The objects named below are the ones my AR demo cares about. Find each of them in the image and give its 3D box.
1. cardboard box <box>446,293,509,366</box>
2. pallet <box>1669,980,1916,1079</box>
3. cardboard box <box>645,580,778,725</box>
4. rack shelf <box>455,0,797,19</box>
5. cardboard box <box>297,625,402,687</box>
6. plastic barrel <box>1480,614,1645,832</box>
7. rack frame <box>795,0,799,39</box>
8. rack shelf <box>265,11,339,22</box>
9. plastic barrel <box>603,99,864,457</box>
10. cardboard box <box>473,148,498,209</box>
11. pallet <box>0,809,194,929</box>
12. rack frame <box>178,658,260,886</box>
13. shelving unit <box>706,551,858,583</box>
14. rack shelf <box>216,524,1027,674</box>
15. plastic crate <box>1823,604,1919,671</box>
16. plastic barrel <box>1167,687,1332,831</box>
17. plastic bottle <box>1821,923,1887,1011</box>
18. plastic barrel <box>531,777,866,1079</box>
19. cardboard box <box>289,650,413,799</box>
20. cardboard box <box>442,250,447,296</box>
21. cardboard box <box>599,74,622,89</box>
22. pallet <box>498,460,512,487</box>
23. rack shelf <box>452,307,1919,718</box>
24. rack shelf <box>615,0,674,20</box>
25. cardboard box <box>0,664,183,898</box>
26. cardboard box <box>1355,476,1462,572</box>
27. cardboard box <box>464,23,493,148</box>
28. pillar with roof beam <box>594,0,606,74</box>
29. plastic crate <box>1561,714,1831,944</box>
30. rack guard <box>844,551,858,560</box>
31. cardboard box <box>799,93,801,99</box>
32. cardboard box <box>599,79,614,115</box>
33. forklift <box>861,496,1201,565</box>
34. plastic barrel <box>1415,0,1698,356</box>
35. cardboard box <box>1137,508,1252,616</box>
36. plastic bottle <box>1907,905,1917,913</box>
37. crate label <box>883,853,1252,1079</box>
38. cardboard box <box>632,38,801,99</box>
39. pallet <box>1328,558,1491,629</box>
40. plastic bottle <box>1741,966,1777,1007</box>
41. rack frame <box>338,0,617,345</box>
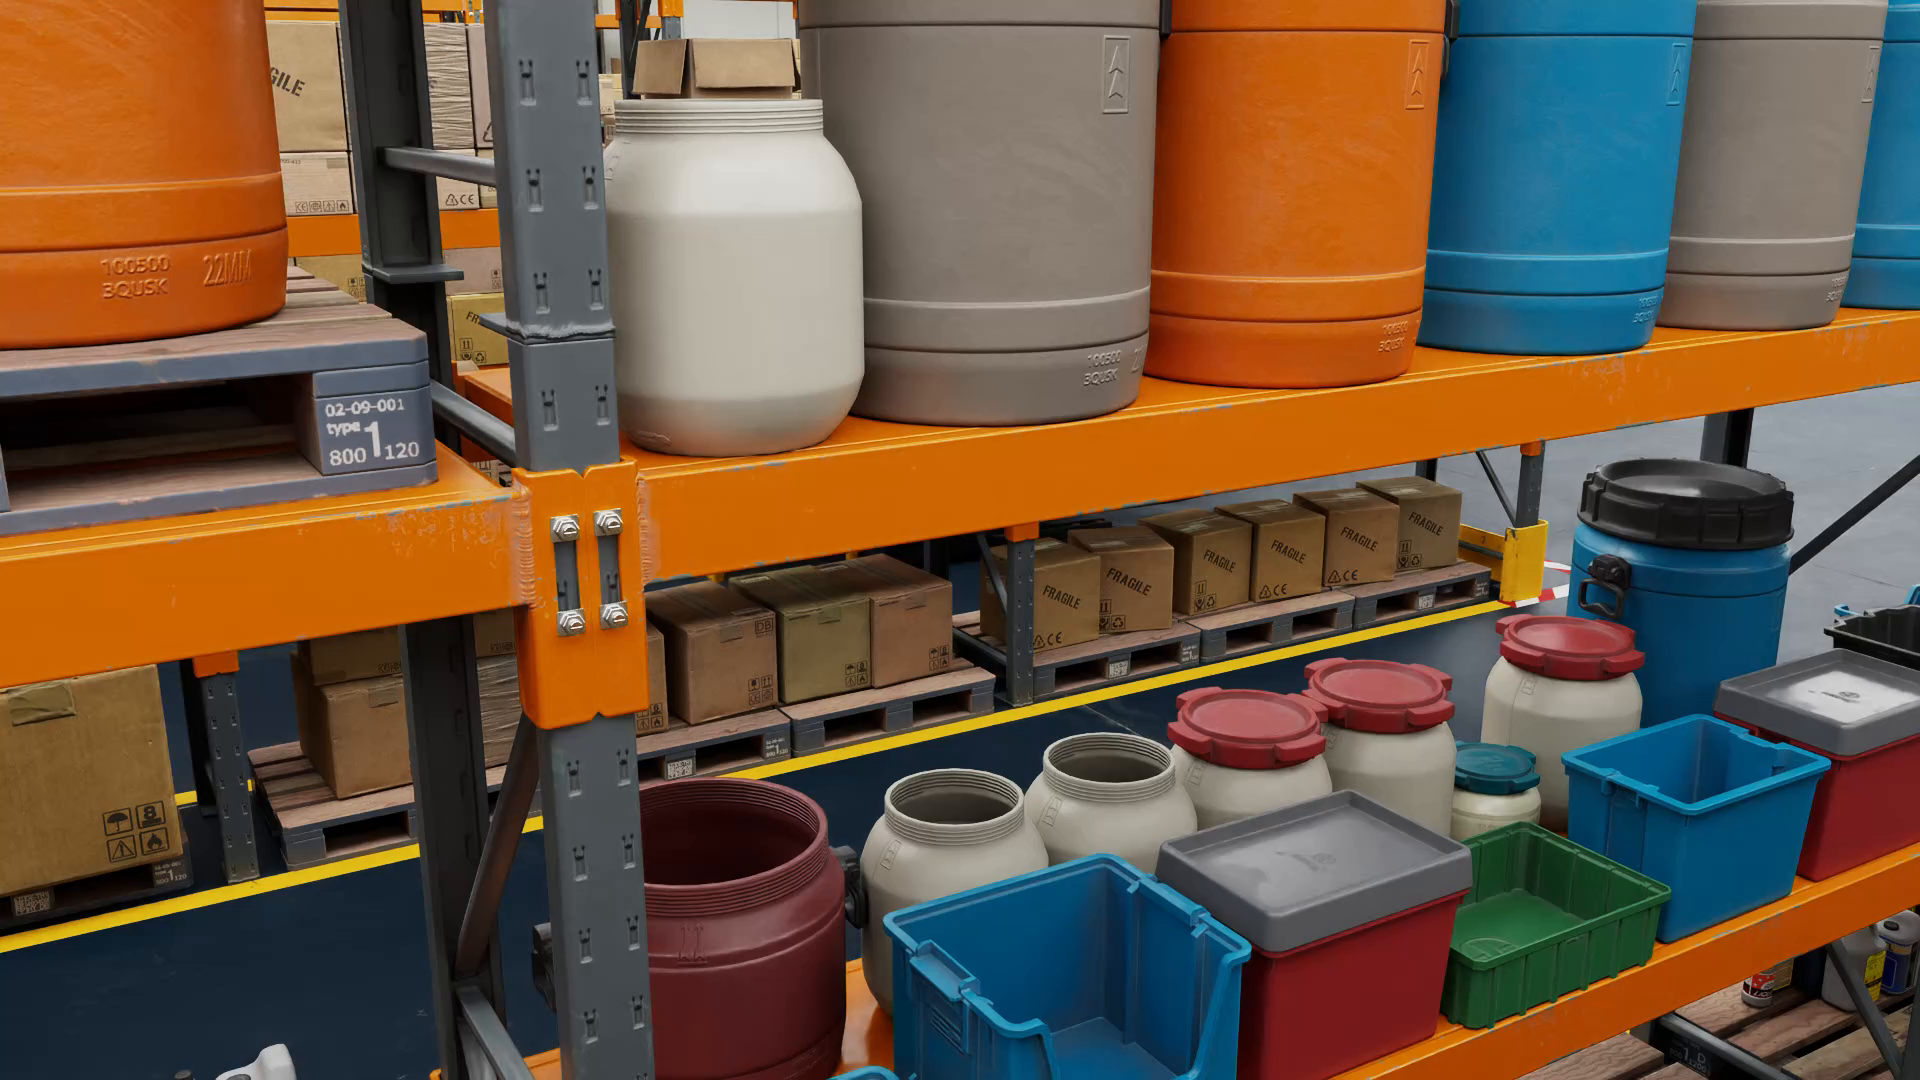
[{"bbox_3d":[-3.550,-1.577,12.294,0.500,0.500,0.500,-9,18,-29],"label":"cardboard box"},{"bbox_3d":[3.242,1.763,5.731,1.213,0.211,1.003,-9,18,-30],"label":"pallet"},{"bbox_3d":[-1.341,0.570,8.636,0.500,0.500,0.700,-11,19,-34],"label":"cardboard box"},{"bbox_3d":[-3.295,-5.754,17.603,4.000,0.370,1.077,-9,18,-30],"label":"rack shelf"},{"bbox_3d":[-2.776,0.444,7.694,0.500,0.250,0.500,-8,18,-27],"label":"cardboard box"},{"bbox_3d":[1.712,0.520,4.744,0.433,0.535,0.433,0,16,0],"label":"plastic barrel"},{"bbox_3d":[-1.581,-6.380,18.497,0.127,3.000,1.000,-9,18,-30],"label":"rack frame"},{"bbox_3d":[-9.284,-6.155,19.768,4.000,0.370,1.077,-9,18,-30],"label":"rack shelf"},{"bbox_3d":[-0.360,-0.411,2.553,0.421,0.512,0.421,0,16,0],"label":"plastic barrel"},{"bbox_3d":[-1.925,-1.610,7.316,0.500,0.250,0.500,-9,18,-29],"label":"cardboard box"},{"bbox_3d":[-4.049,1.349,7.208,1.213,0.211,1.003,-9,18,-30],"label":"pallet"},{"bbox_3d":[-3.335,-0.086,7.160,0.127,3.000,1.000,-9,18,-30],"label":"rack frame"},{"bbox_3d":[-1.330,-0.562,11.637,1.083,1.500,0.587,-8,17,-25],"label":"shelving unit"},{"bbox_3d":[-1.620,-0.018,8.249,4.000,0.370,1.077,-9,18,-30],"label":"rack shelf"},{"bbox_3d":[3.159,0.490,5.219,0.504,0.338,0.767,-9,18,-30],"label":"plastic crate"},{"bbox_3d":[0.712,0.683,4.166,0.433,0.535,0.433,0,16,0],"label":"plastic barrel"},{"bbox_3d":[3.123,1.444,5.792,0.185,0.351,0.144,-9,18,-30],"label":"plastic bottle"},{"bbox_3d":[-0.542,0.860,3.534,0.708,0.536,0.600,-9,18,-30],"label":"plastic barrel"},{"bbox_3d":[-2.771,0.808,7.787,0.500,0.500,0.700,-10,19,-33],"label":"cardboard box"},{"bbox_3d":[-4.103,-2.051,12.132,0.500,0.500,0.700,-9,18,-30],"label":"cardboard box"},{"bbox_3d":[-3.707,-4.765,17.281,0.250,0.149,0.380,-10,18,-32],"label":"cardboard box"},{"bbox_3d":[-1.659,-0.279,8.202,1.213,0.211,1.003,-9,18,-30],"label":"pallet"},{"bbox_3d":[0.930,-0.316,3.756,4.000,0.370,1.077,-9,18,-30],"label":"rack shelf"},{"bbox_3d":[-4.088,-3.876,11.637,4.000,0.370,1.077,-9,18,-30],"label":"rack shelf"},{"bbox_3d":[-3.937,0.826,7.065,0.875,0.875,1.225,-10,19,-32],"label":"cardboard box"},{"bbox_3d":[2.979,-0.114,11.112,0.500,0.500,0.500,-6,17,-19],"label":"cardboard box"},{"bbox_3d":[-1.935,-1.966,7.199,0.500,0.500,0.500,-10,18,-31],"label":"cardboard box"},{"bbox_3d":[-2.984,-6.643,19.438,0.400,9.000,9.100,-9,18,-30],"label":"pillar with roof beam"},{"bbox_3d":[1.859,0.737,4.254,0.575,0.384,0.392,-9,18,-30],"label":"plastic crate"},{"bbox_3d":[-0.884,-0.020,12.019,0.087,0.250,0.587,-8,17,-25],"label":"rack guard"},{"bbox_3d":[-1.236,-3.455,13.123,0.250,0.149,0.380,-10,18,-31],"label":"cardboard box"},{"bbox_3d":[-2.897,-3.291,12.351,0.500,0.250,0.500,-9,18,-29],"label":"cardboard box"},{"bbox_3d":[0.563,-1.487,12.285,3.031,2.935,1.130,-8,17,-25],"label":"forklift"},{"bbox_3d":[1.199,-0.879,3.503,0.708,0.901,0.600,-9,18,-30],"label":"plastic barrel"},{"bbox_3d":[1.436,0.127,10.253,0.500,0.500,0.500,-11,19,-35],"label":"cardboard box"},{"bbox_3d":[3.490,1.340,6.167,0.185,0.351,0.144,-9,18,-30],"label":"plastic bottle"},{"bbox_3d":[0.207,0.967,3.337,0.616,0.435,0.502,-9,18,-30],"label":"crate label"},{"bbox_3d":[-1.167,-2.165,8.049,0.637,0.503,0.797,-8,18,-27],"label":"cardboard box"},{"bbox_3d":[2.743,0.260,11.092,1.213,0.211,1.003,-9,18,-30],"label":"pallet"},{"bbox_3d":[2.795,1.517,5.811,0.097,0.201,0.097,0,16,0],"label":"plastic bottle"},{"bbox_3d":[-0.784,-1.829,2.262,0.127,3.000,1.000,-9,18,-30],"label":"rack frame"}]
